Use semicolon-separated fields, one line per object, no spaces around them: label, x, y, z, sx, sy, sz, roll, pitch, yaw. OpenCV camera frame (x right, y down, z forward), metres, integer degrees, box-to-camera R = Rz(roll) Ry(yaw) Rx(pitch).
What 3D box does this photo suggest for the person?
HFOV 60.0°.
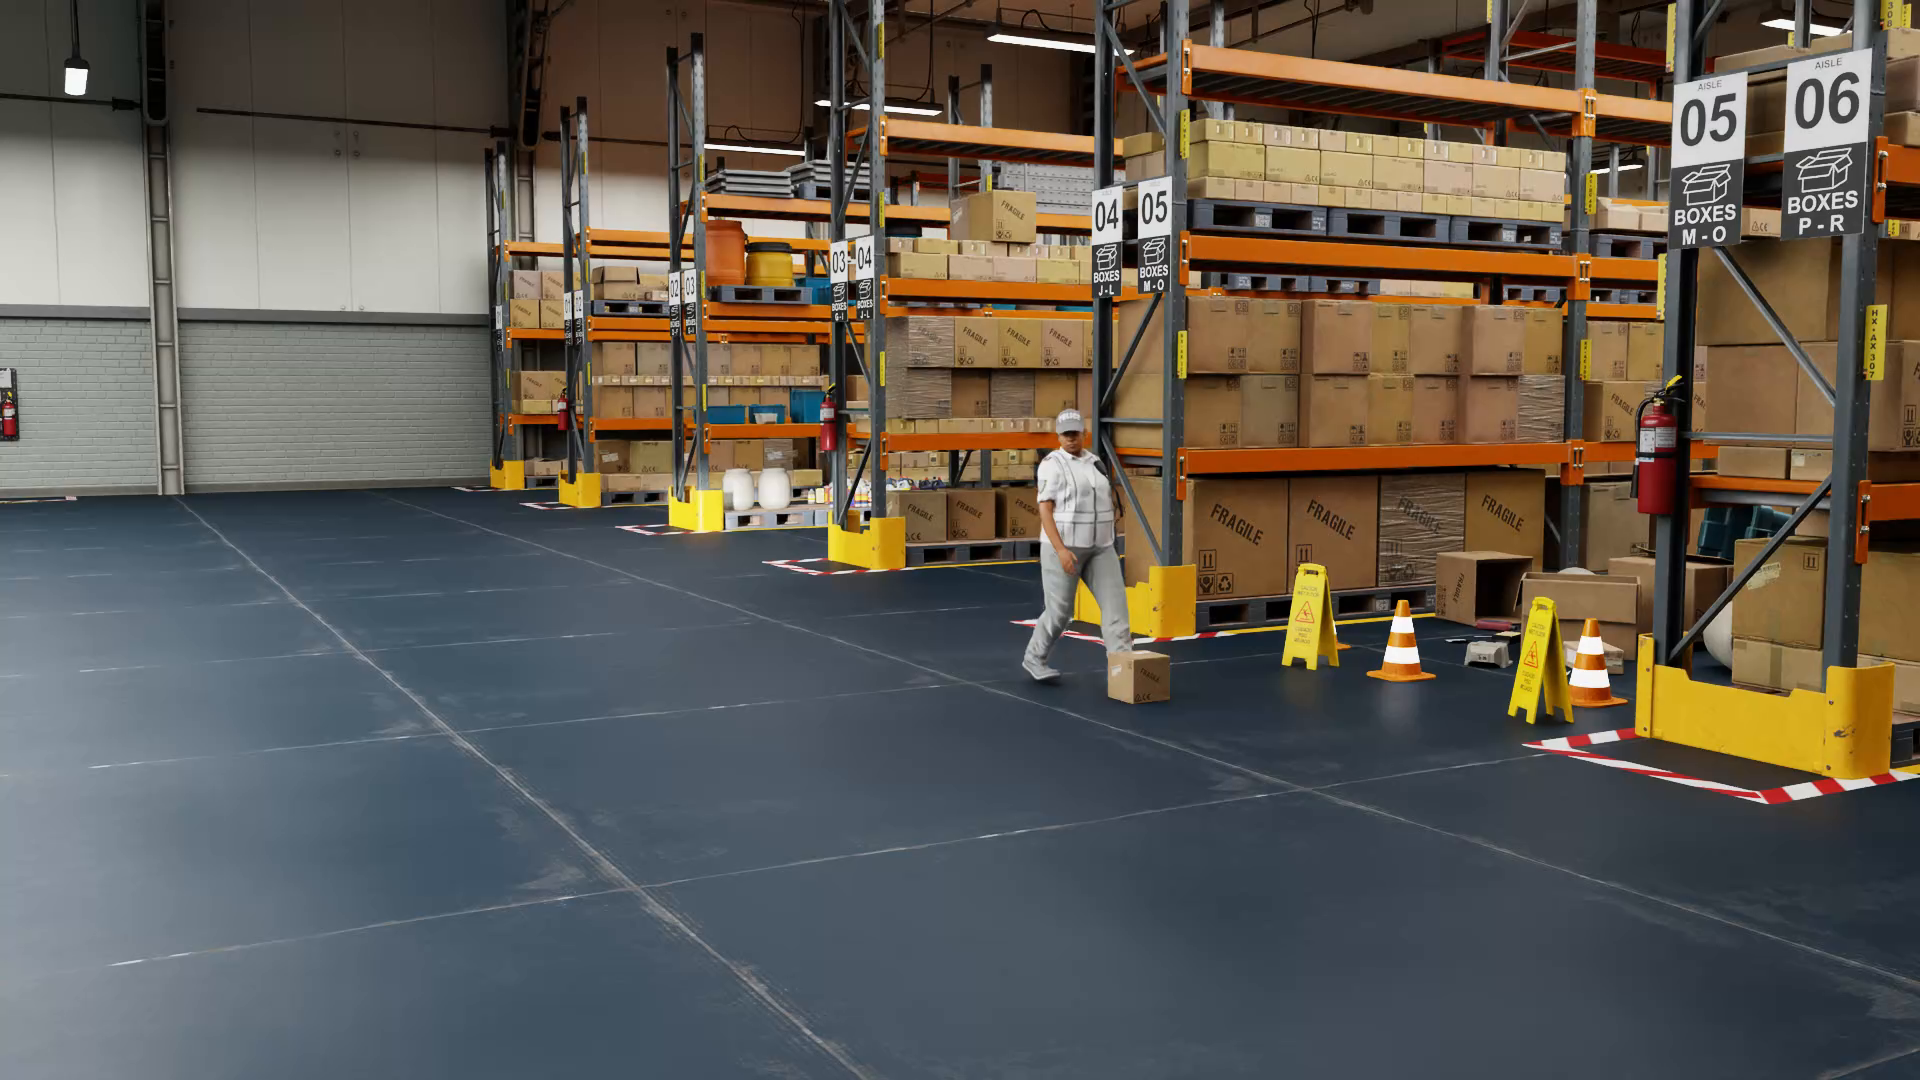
person;0.723;0.051;9.551;0.505;1.607;0.942;-3;6;-30
